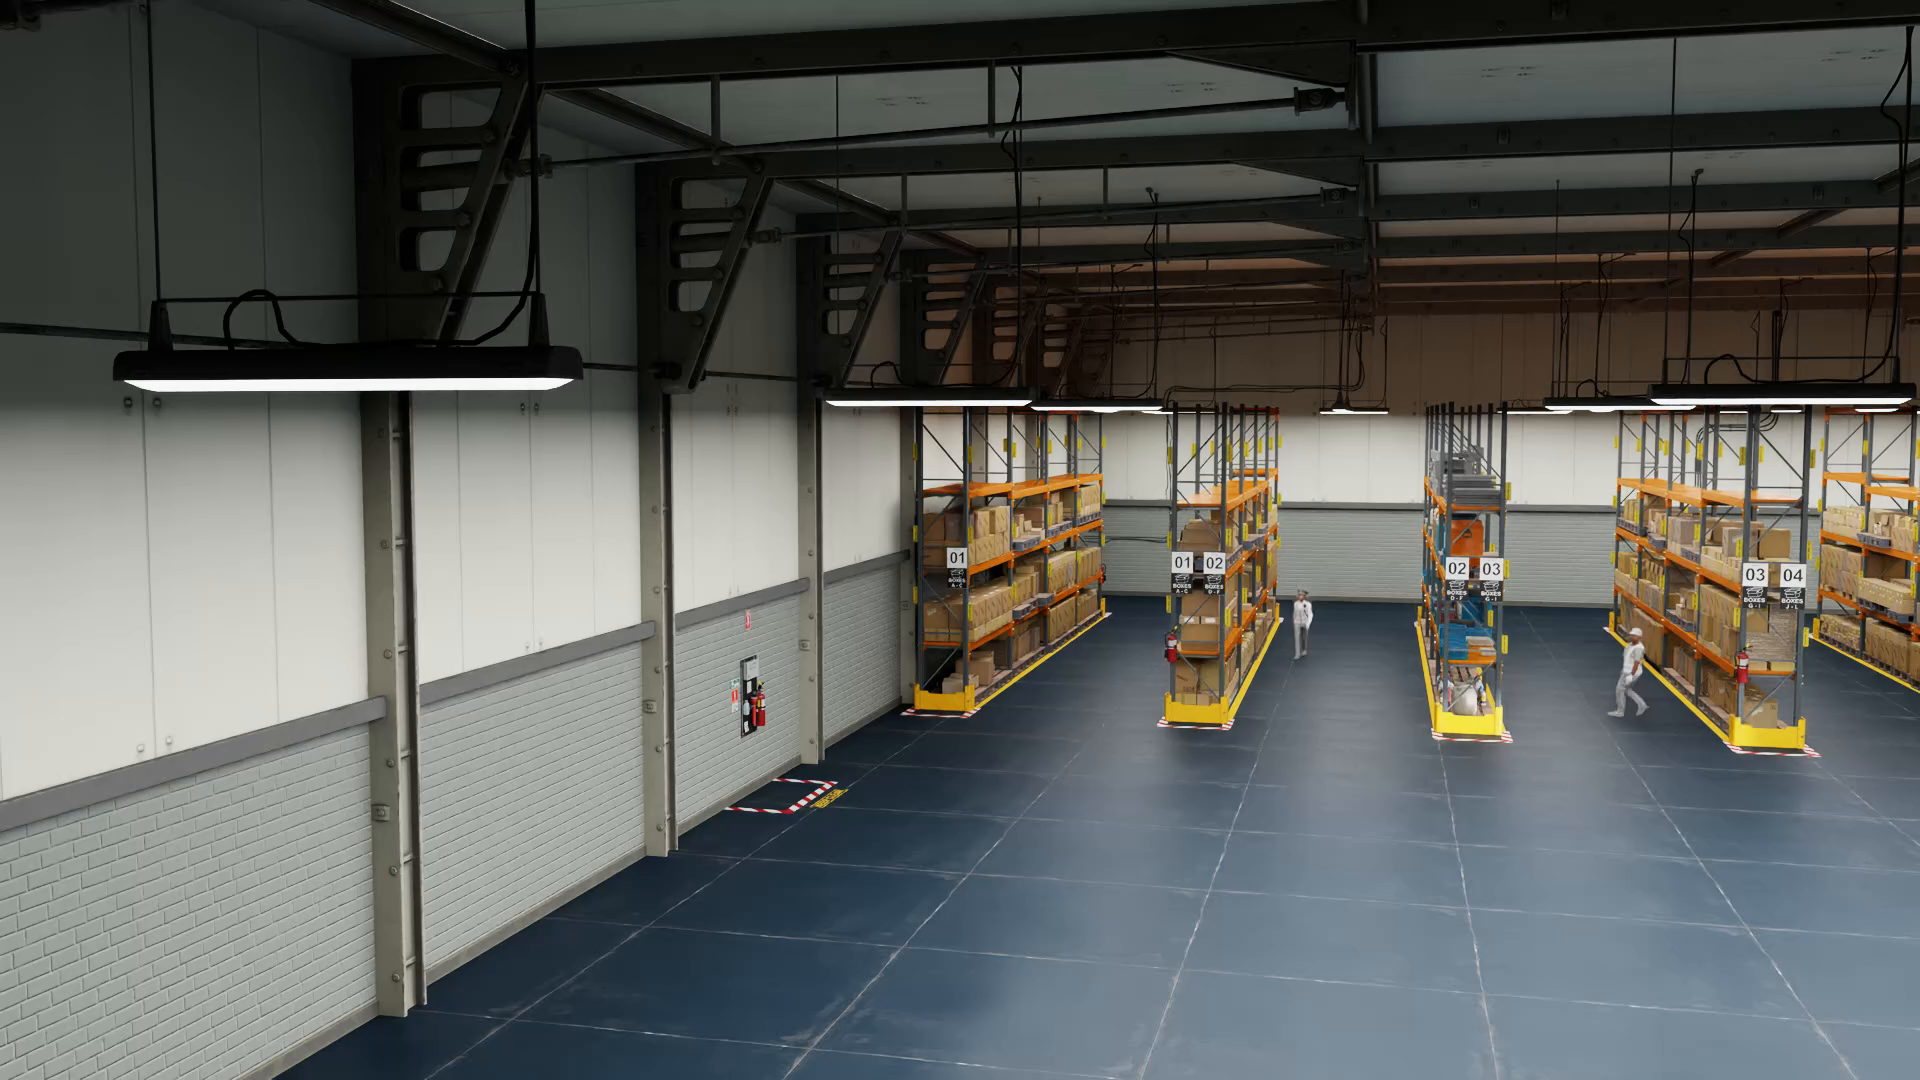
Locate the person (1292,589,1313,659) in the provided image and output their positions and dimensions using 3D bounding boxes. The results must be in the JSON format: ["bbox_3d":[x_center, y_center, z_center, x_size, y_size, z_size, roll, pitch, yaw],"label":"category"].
[{"bbox_3d":[8.107,1.984,39.390,0.476,1.638,0.996,1,4,12],"label":"person"}]

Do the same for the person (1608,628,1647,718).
[{"bbox_3d":[12.717,2.526,31.658,0.703,1.745,0.594,2,5,27],"label":"person"}]
